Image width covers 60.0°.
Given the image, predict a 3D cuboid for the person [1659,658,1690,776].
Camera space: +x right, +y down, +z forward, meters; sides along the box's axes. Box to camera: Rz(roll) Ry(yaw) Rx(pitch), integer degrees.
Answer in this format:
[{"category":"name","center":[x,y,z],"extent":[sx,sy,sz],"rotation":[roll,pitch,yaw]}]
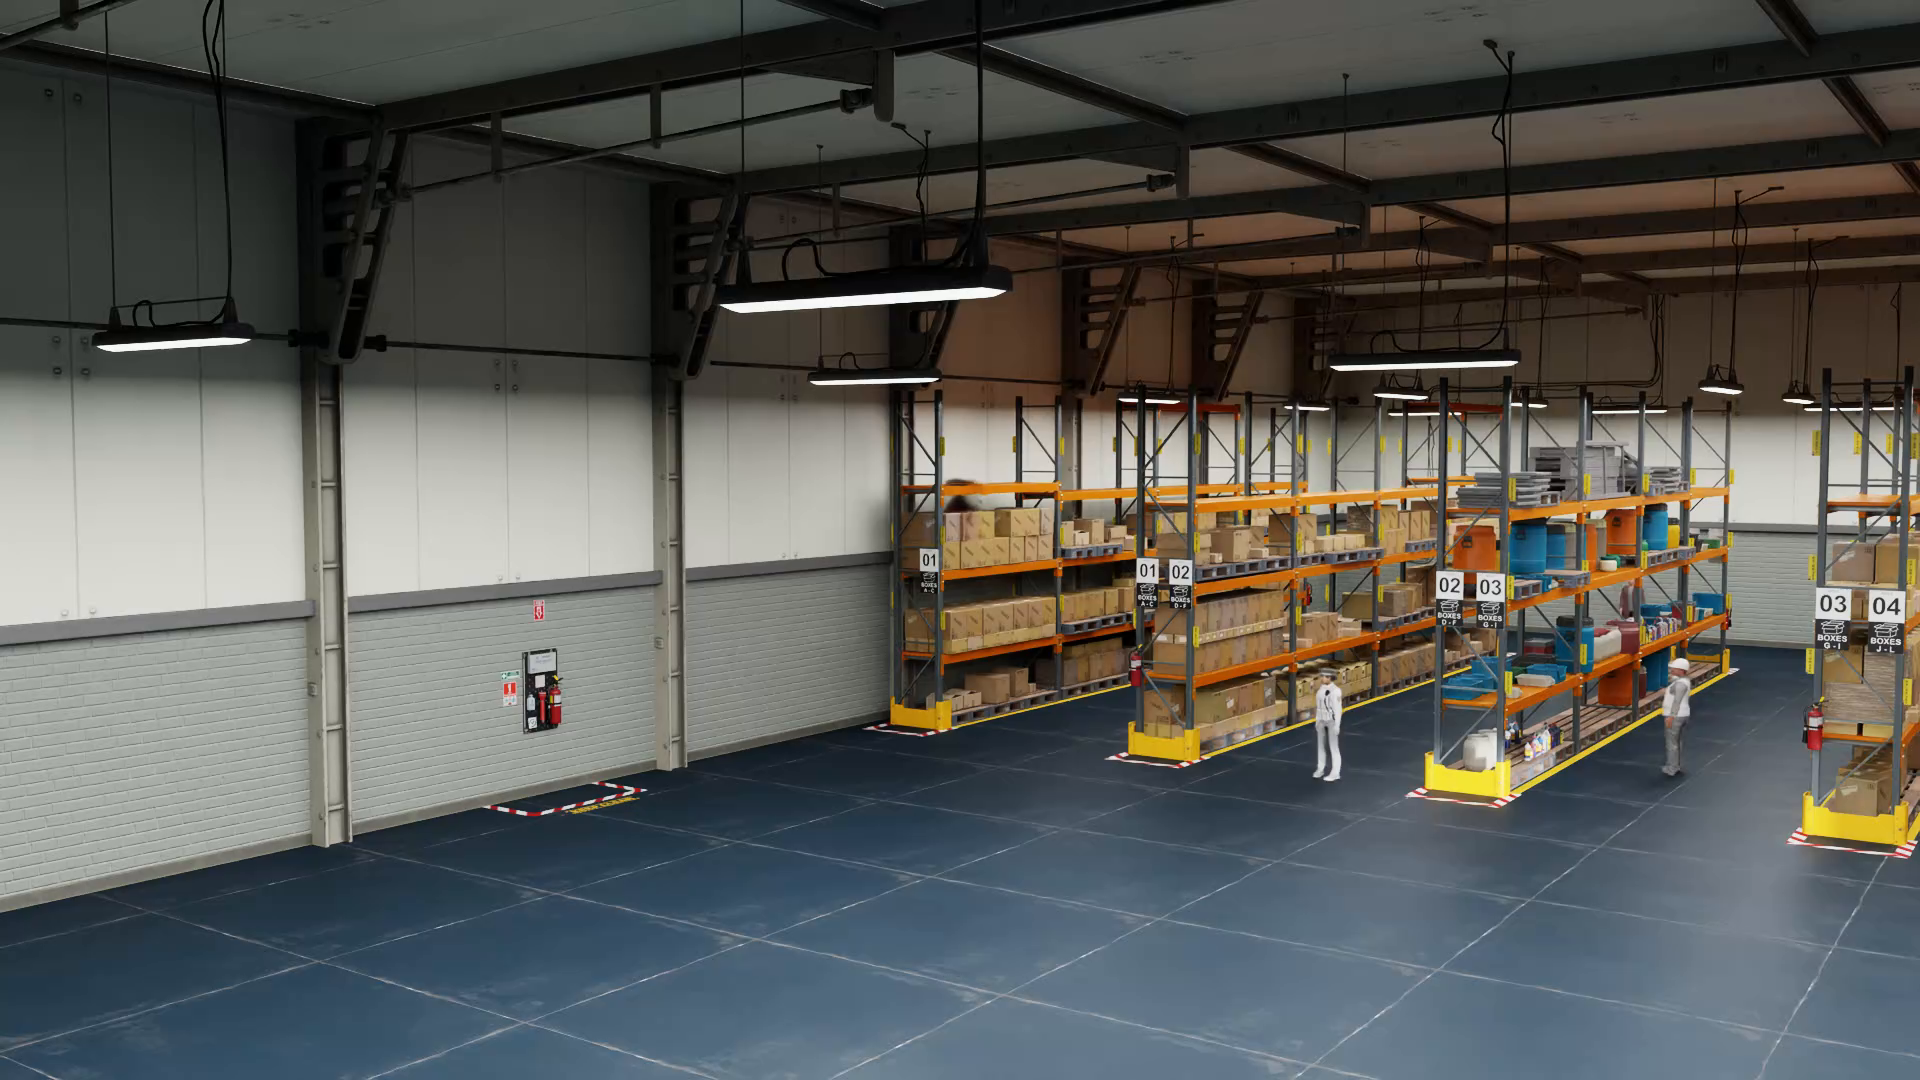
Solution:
[{"category":"person","center":[10.885,2.686,25.399],"extent":[0.517,1.778,0.542],"rotation":[3,4,43]}]

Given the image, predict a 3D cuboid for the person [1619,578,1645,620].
[{"category":"person","center":[16.821,1.791,41.626],"extent":[0.611,1.816,0.634],"rotation":[1,3,19]}]

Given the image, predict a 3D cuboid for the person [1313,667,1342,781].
[{"category":"person","center":[5.524,2.752,25.024],"extent":[0.377,1.678,0.522],"rotation":[-2,4,-26]}]
